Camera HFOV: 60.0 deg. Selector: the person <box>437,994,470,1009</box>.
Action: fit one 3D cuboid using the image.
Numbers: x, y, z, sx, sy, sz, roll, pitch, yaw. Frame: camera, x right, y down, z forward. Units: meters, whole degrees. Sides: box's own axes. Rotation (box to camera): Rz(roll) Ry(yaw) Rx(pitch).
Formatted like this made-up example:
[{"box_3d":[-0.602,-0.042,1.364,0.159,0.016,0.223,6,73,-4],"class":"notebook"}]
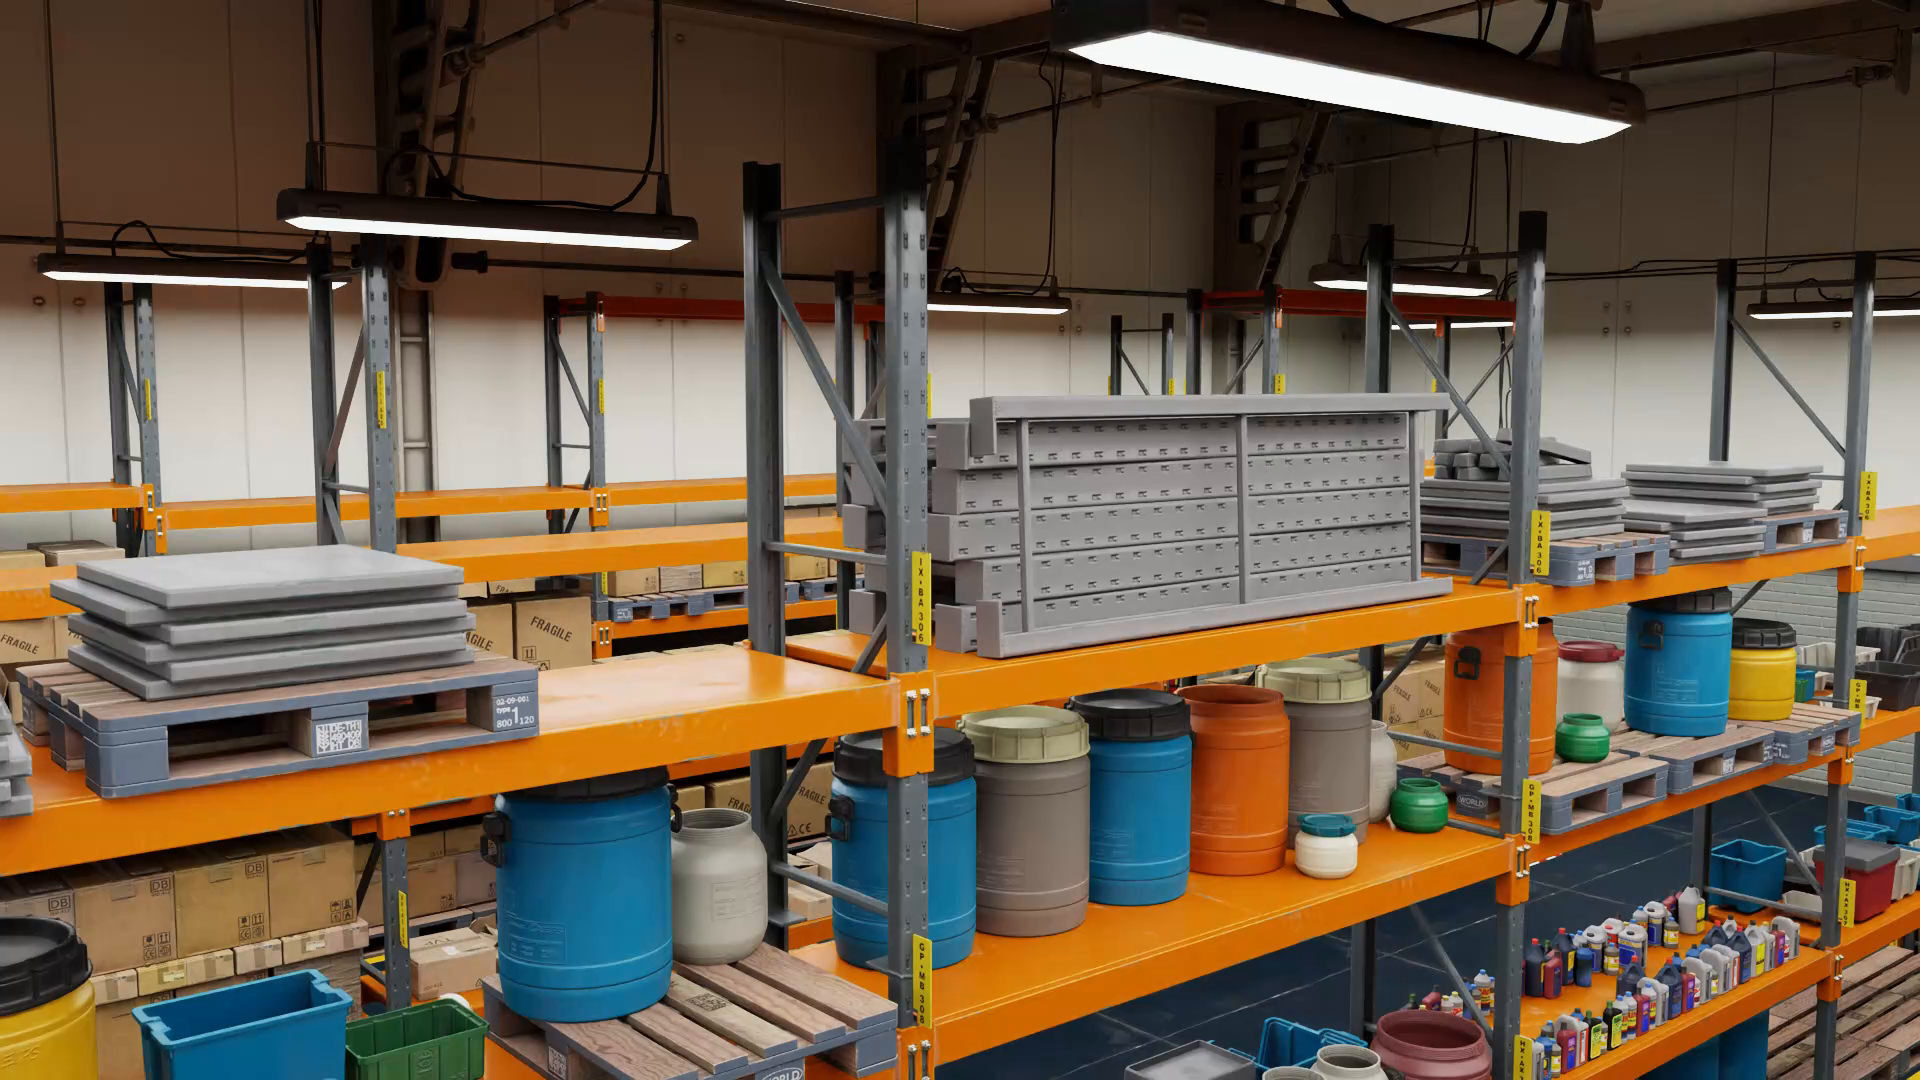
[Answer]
[{"box_3d":[-2.775,3.387,9.185,0.397,1.781,0.620,2,6,20],"class":"person"}]
